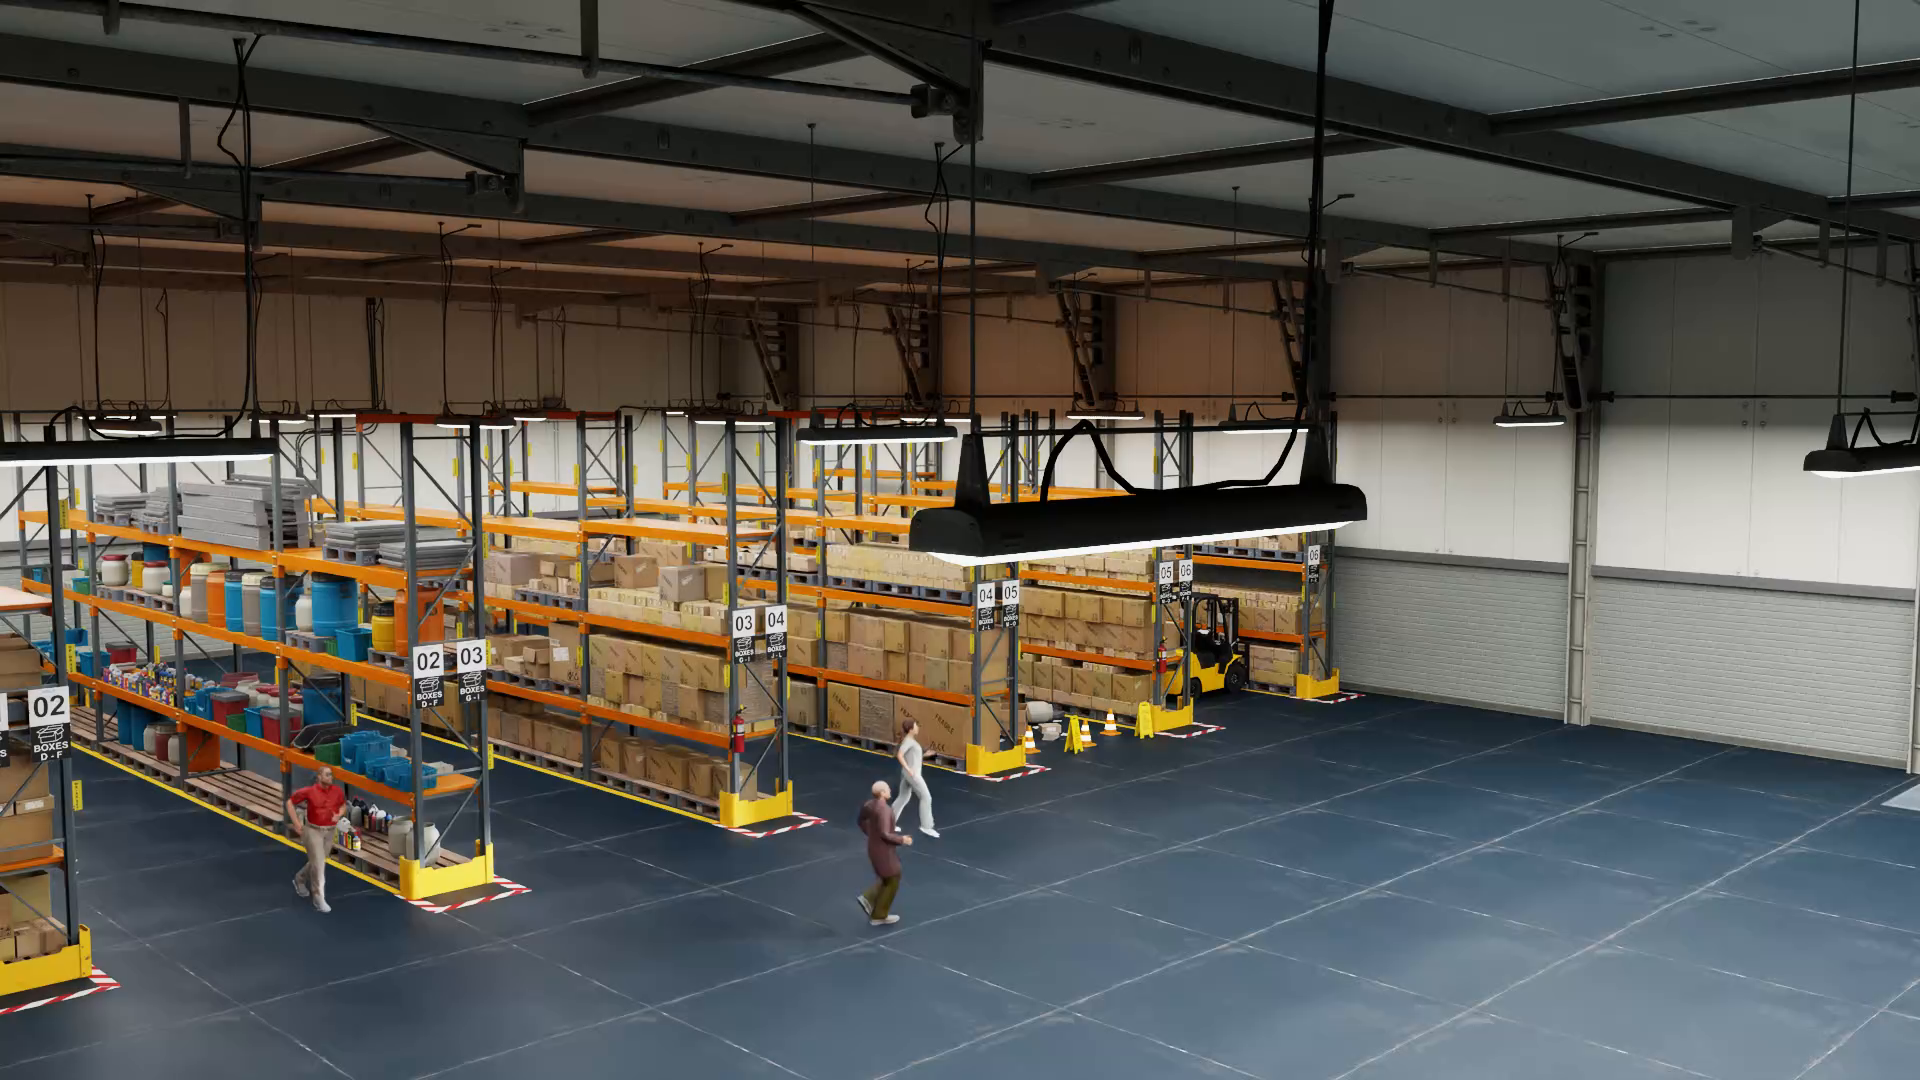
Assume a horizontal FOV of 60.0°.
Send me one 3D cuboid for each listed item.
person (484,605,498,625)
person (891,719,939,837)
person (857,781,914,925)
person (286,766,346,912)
[{"bbox_3d":[-11.480,2.018,40.436,0.577,1.623,0.597,-4,7,-41],"label":"person"},{"bbox_3d":[-0.703,3.415,23.836,0.803,1.714,0.541,-1,5,-13],"label":"person"},{"bbox_3d":[-0.908,3.736,19.905,0.638,1.734,0.728,-2,5,-22],"label":"person"},{"bbox_3d":[-7.996,3.697,20.784,0.912,1.761,0.692,3,6,34],"label":"person"}]
